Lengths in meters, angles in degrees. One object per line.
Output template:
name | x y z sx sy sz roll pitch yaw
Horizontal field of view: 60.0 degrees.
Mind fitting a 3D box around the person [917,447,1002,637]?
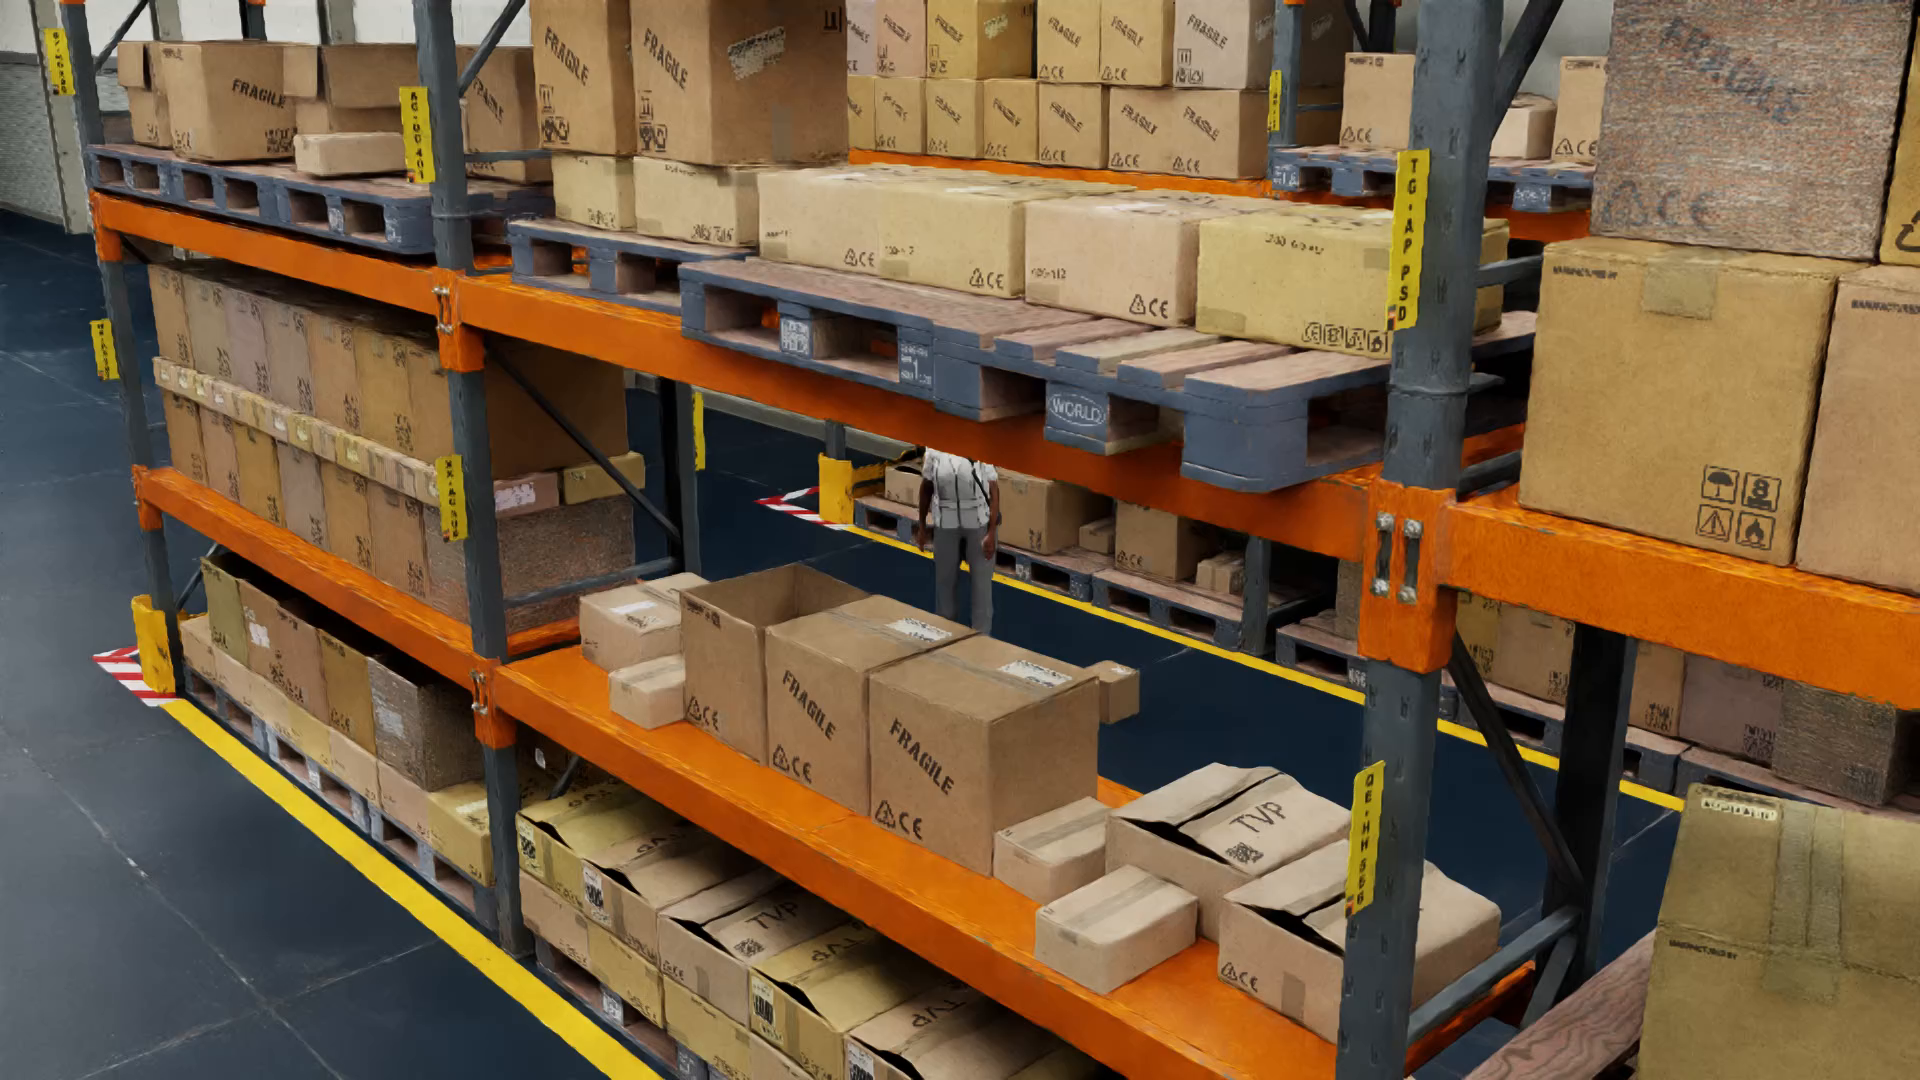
person | -0.026 -0.049 9.618 0.508 1.684 0.484 4 18 14
